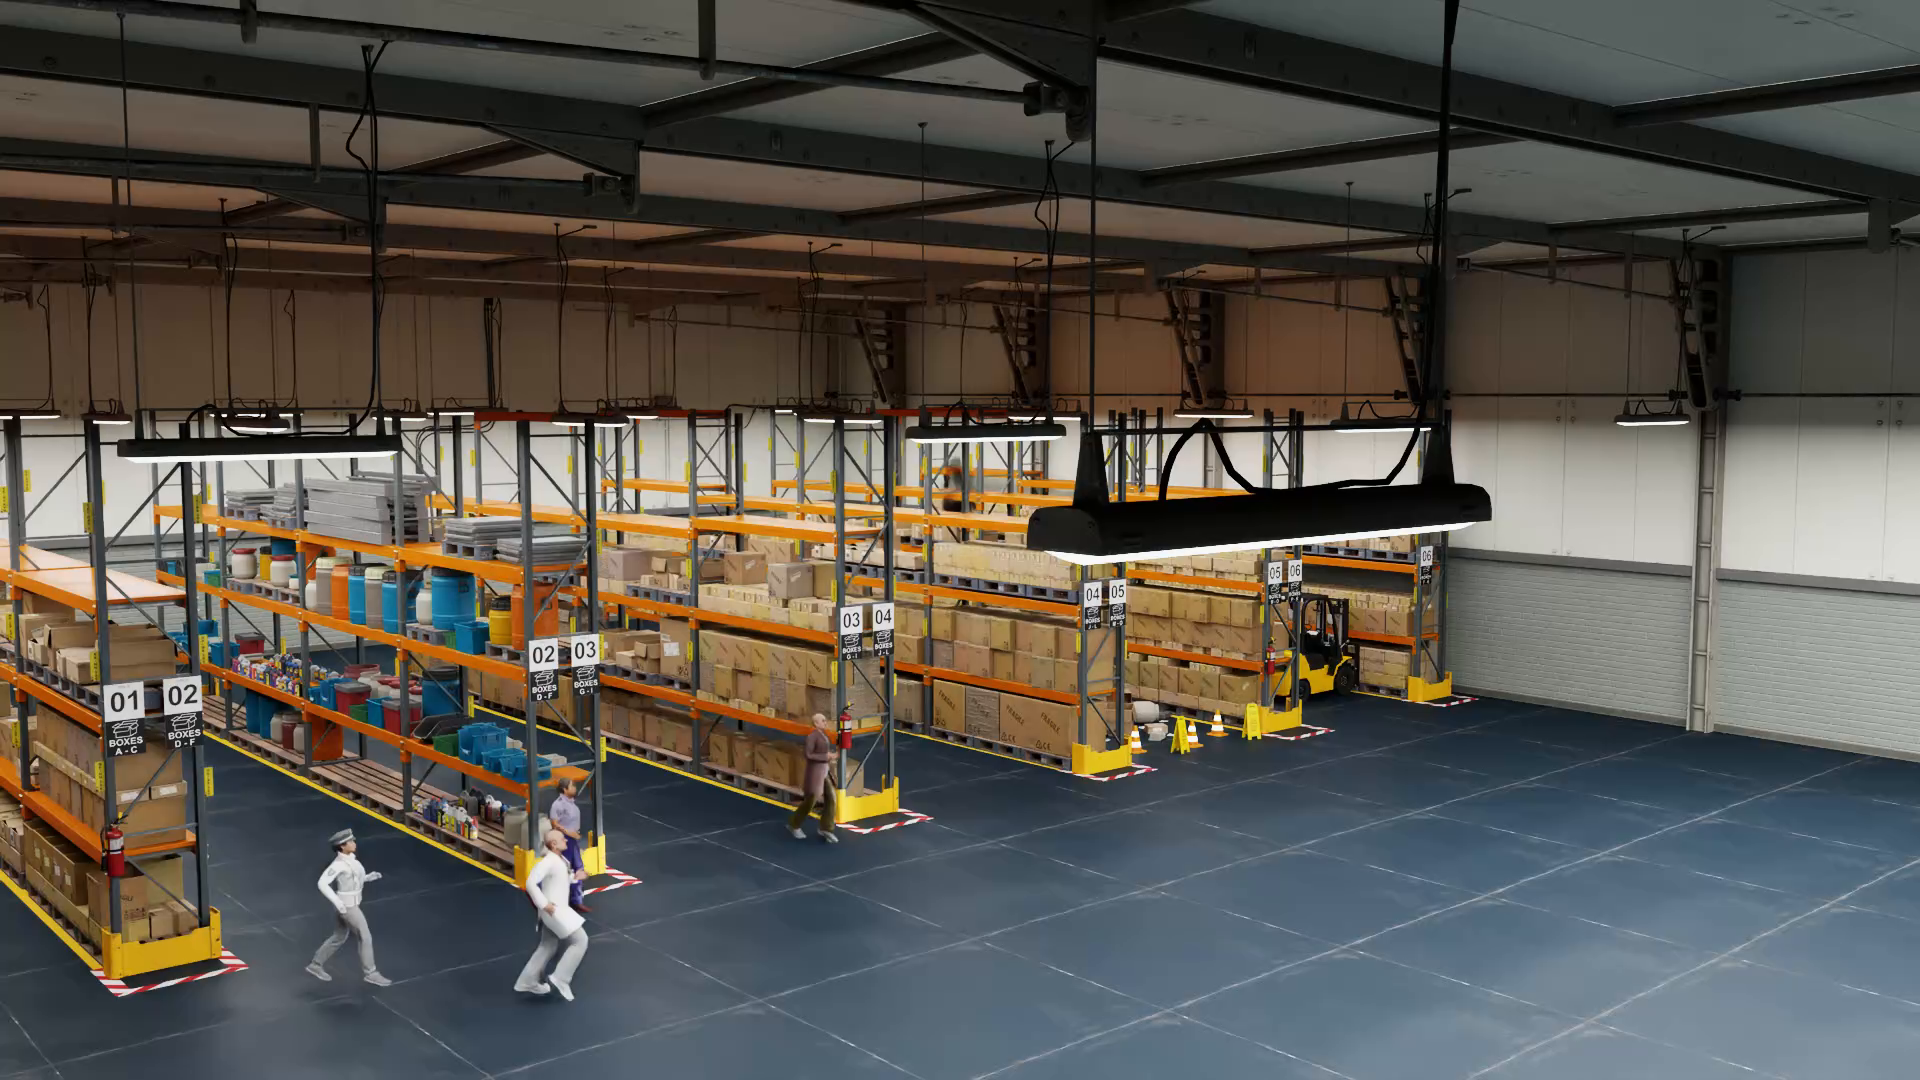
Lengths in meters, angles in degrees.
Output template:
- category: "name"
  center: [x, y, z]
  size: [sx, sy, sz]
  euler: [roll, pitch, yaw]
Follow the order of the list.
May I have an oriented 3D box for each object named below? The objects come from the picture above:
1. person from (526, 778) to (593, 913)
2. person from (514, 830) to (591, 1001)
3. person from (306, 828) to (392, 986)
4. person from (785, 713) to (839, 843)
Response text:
- category: "person"
  center: [-4.887, 3.733, 20.428]
  size: [0.786, 1.635, 0.657]
  euler: [0, 5, 1]
- category: "person"
  center: [-4.279, 3.934, 17.448]
  size: [0.811, 1.806, 0.694]
  euler: [-1, 5, -14]
- category: "person"
  center: [-6.530, 3.914, 17.700]
  size: [0.879, 1.718, 0.598]
  euler: [-1, 5, -14]
- category: "person"
  center: [-2.073, 3.423, 23.621]
  size: [0.806, 1.779, 0.720]
  euler: [2, 5, 19]
